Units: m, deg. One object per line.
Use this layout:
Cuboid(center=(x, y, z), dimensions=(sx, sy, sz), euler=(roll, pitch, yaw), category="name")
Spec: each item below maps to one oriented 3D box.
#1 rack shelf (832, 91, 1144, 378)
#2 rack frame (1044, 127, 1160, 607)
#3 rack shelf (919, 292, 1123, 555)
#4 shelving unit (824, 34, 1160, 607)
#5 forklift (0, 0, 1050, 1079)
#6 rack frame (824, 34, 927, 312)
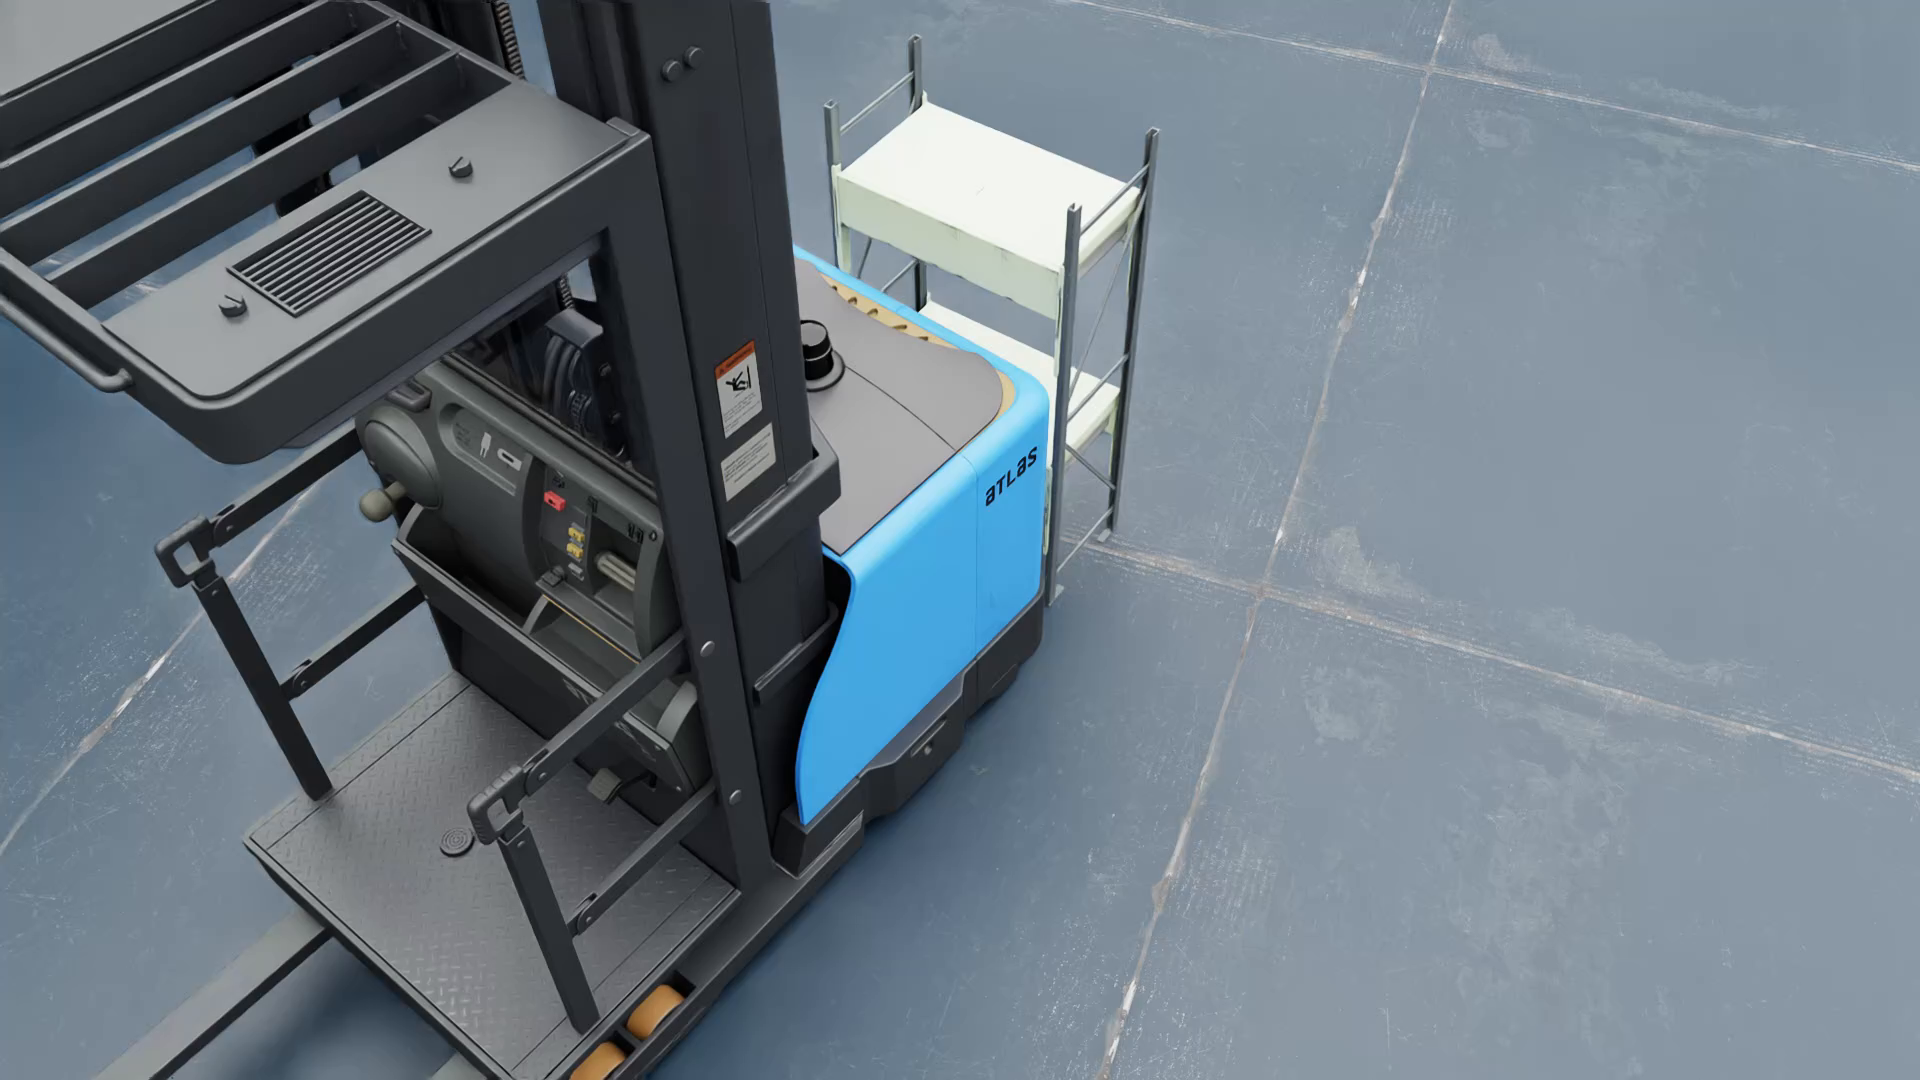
Cuboid(center=(0.077, -0.828, 4.459), dimensions=(0.720, 0.370, 0.431), euler=(28, 55, 22), category="rack shelf")
Cuboid(center=(0.377, -0.415, 4.617), dimensions=(0.023, 1.500, 0.400), euler=(28, 55, 22), category="rack frame")
Cuboid(center=(0.077, -0.359, 5.000), dimensions=(0.720, 0.370, 0.431), euler=(28, 55, 22), category="rack shelf")
Cuboid(center=(0.077, -0.573, 4.754), dimensions=(0.755, 1.500, 0.431), euler=(28, 55, 22), category="shelving unit")
Cuboid(center=(-1.075, -0.008, 3.318), dimensions=(1.130, 2.935, 3.031), euler=(31, 56, 24), category="forklift")
Cuboid(center=(-0.224, -0.731, 4.891), dimensions=(0.023, 1.500, 0.400), euler=(28, 55, 22), category="rack frame")
